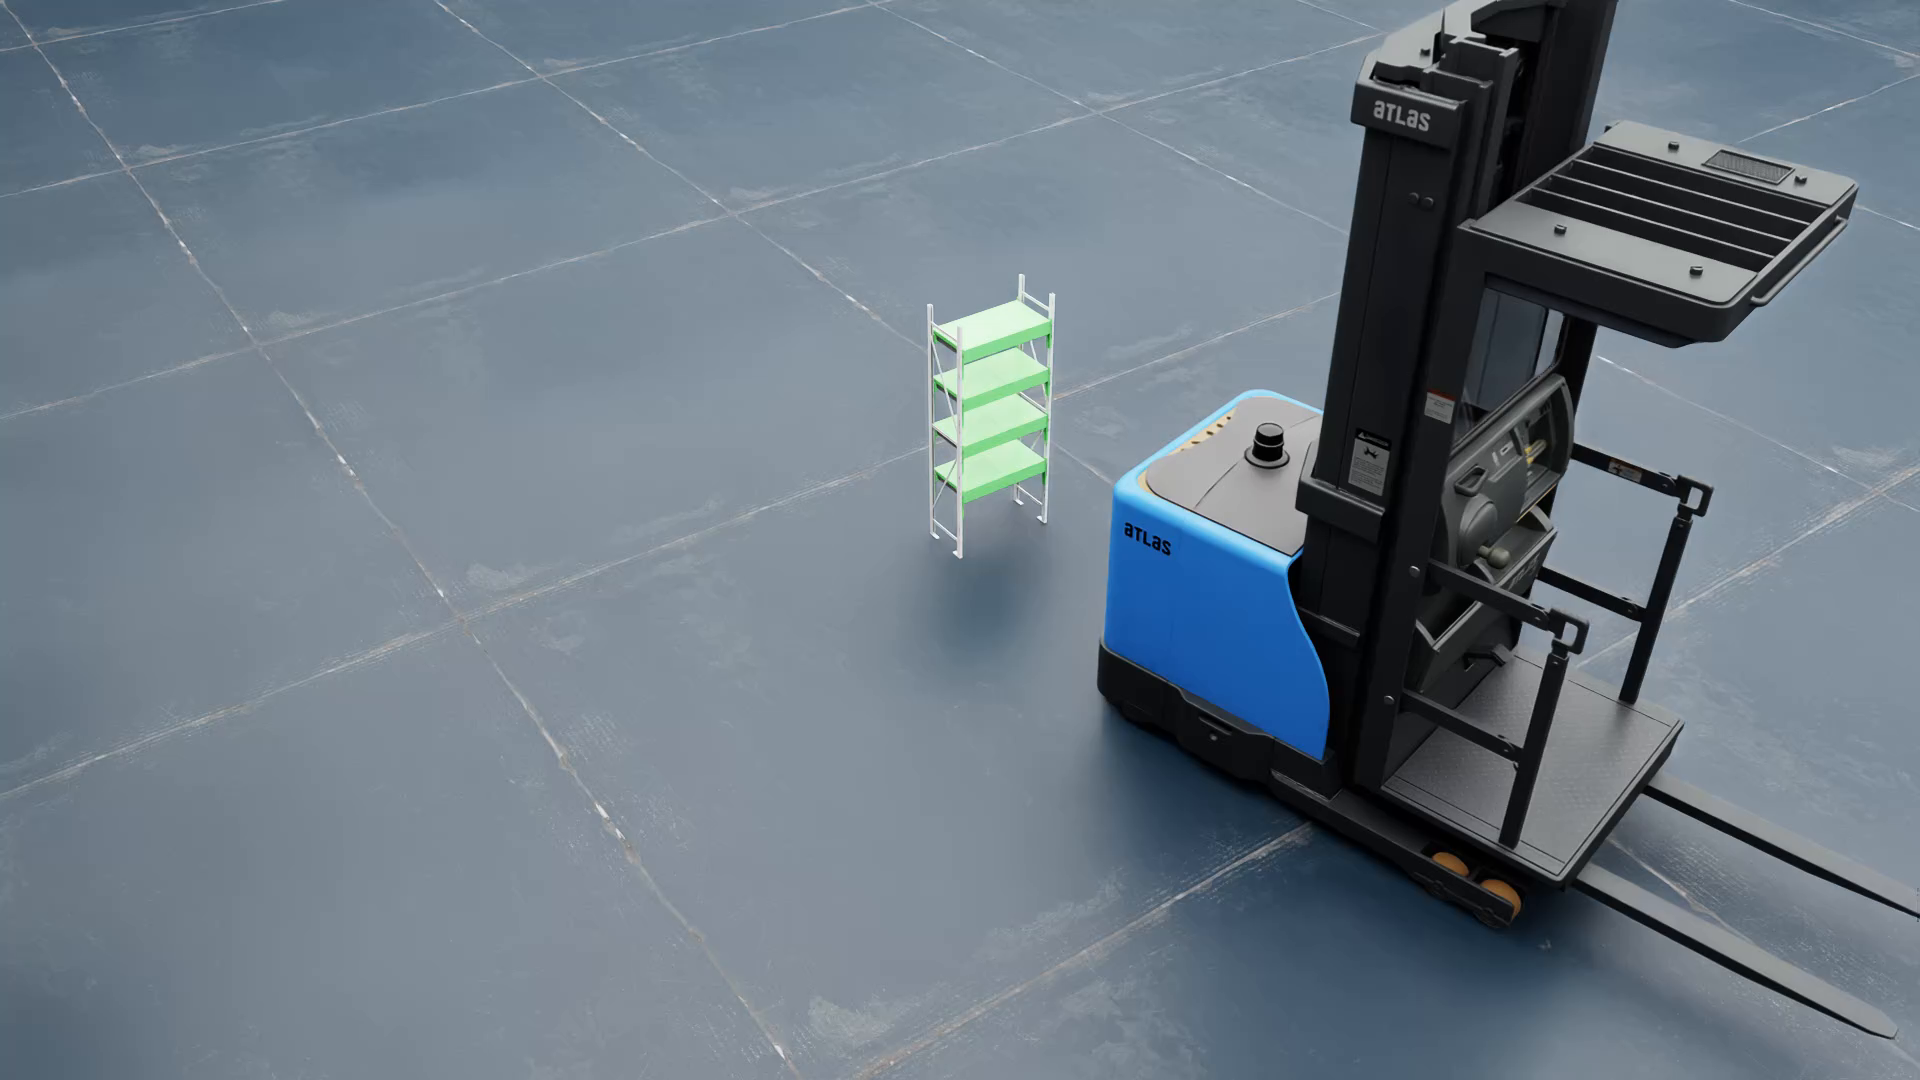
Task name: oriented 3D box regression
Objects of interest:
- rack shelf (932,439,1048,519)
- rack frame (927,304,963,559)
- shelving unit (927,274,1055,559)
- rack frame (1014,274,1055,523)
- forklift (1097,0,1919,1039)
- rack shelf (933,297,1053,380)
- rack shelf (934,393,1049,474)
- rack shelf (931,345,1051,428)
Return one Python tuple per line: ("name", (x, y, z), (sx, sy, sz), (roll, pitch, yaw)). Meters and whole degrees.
("rack shelf", (0.135, -0.296, 7.655), (0.480, 0.148, 0.258), (-22, 41, -28))
("rack frame", (-0.064, -0.461, 7.363), (0.015, 1.200, 0.240), (-22, 41, -28))
("shelving unit", (0.135, -0.543, 7.477), (0.503, 1.200, 0.258), (-22, 41, -28))
("rack frame", (0.335, -0.625, 7.591), (0.015, 1.200, 0.240), (-22, 41, -28))
("forklift", (2.001, -0.178, 5.487), (3.031, 2.935, 1.130), (27, 44, 32))
("rack shelf", (0.135, -0.881, 7.234), (0.480, 0.148, 0.258), (-22, 41, -28))
("rack shelf", (0.135, -0.491, 7.514), (0.480, 0.148, 0.258), (-22, 41, -28))
("rack shelf", (0.135, -0.686, 7.374), (0.480, 0.148, 0.258), (-22, 41, -28))
